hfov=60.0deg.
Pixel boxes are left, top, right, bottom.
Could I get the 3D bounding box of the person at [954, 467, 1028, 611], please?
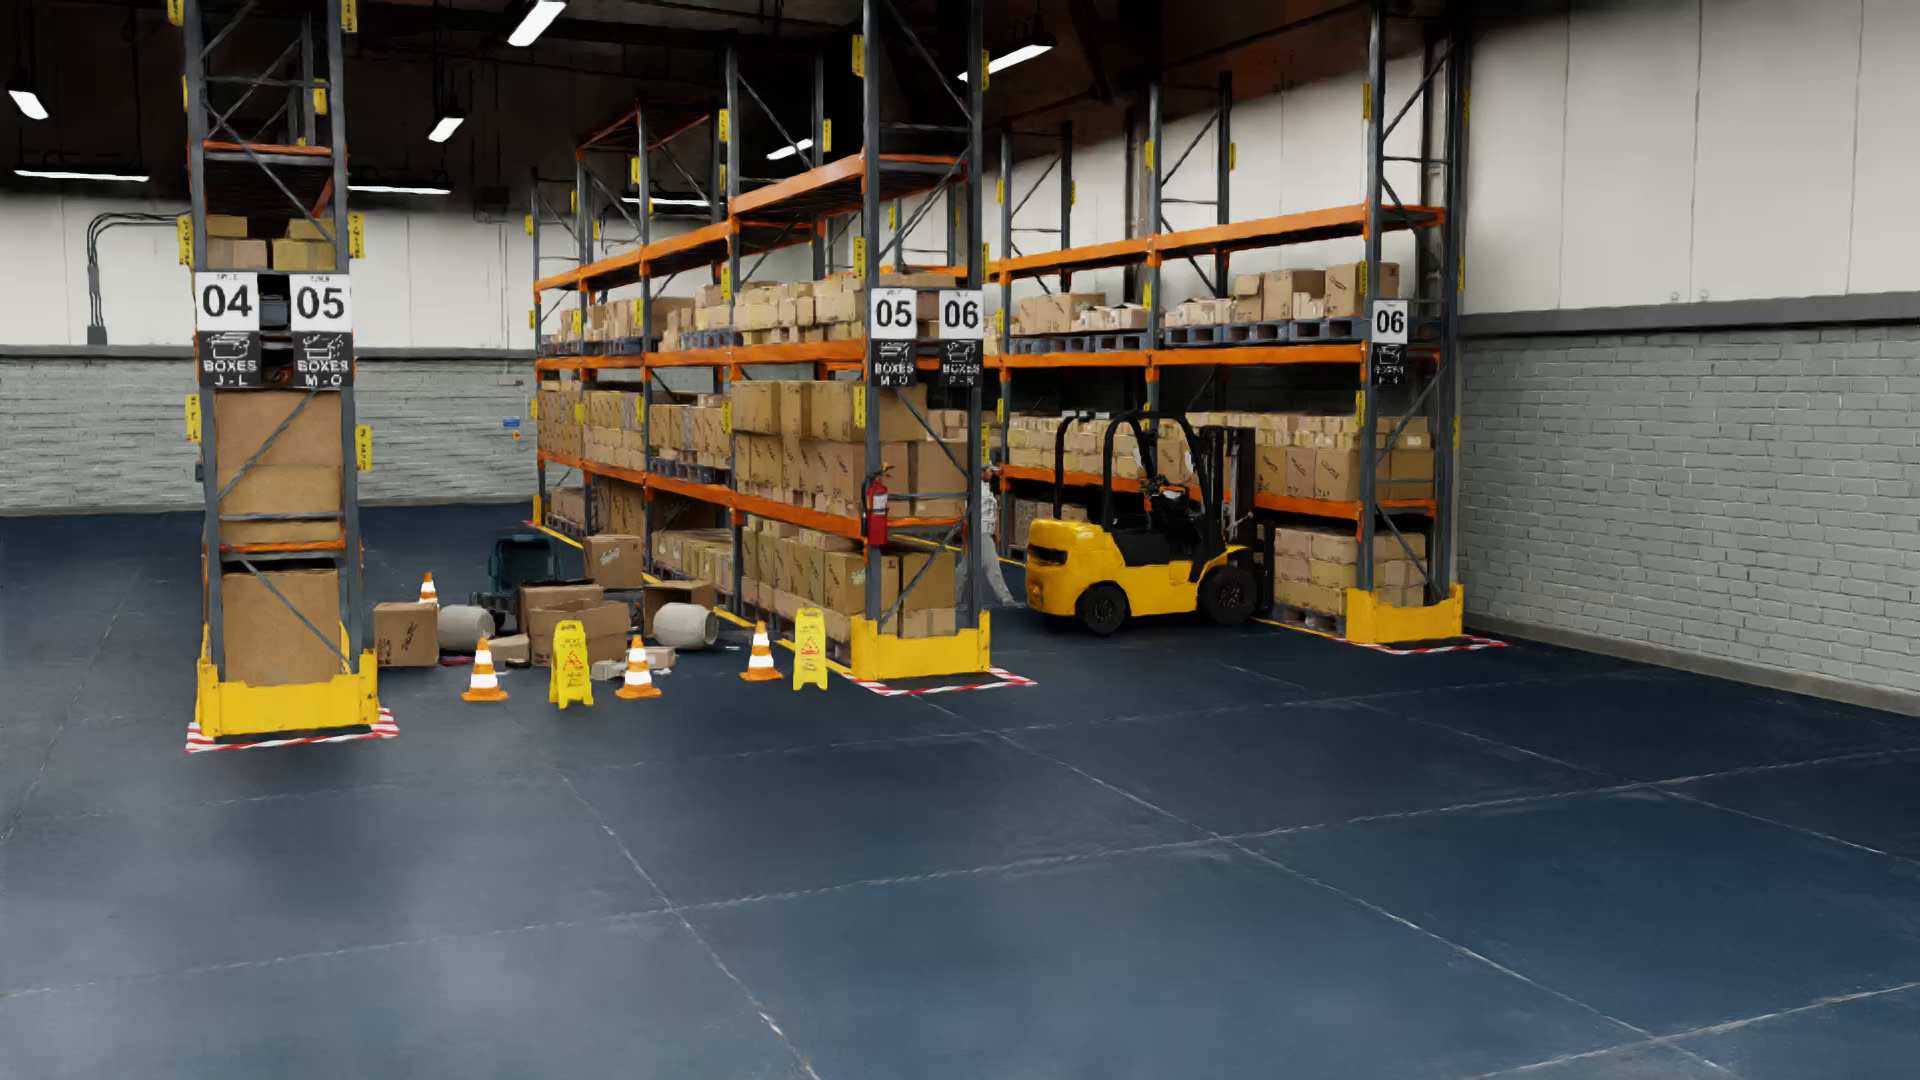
[{"bbox_3d":[0.290,-0.051,17.638,0.885,1.620,0.543,0,6,2],"label":"person"}]
